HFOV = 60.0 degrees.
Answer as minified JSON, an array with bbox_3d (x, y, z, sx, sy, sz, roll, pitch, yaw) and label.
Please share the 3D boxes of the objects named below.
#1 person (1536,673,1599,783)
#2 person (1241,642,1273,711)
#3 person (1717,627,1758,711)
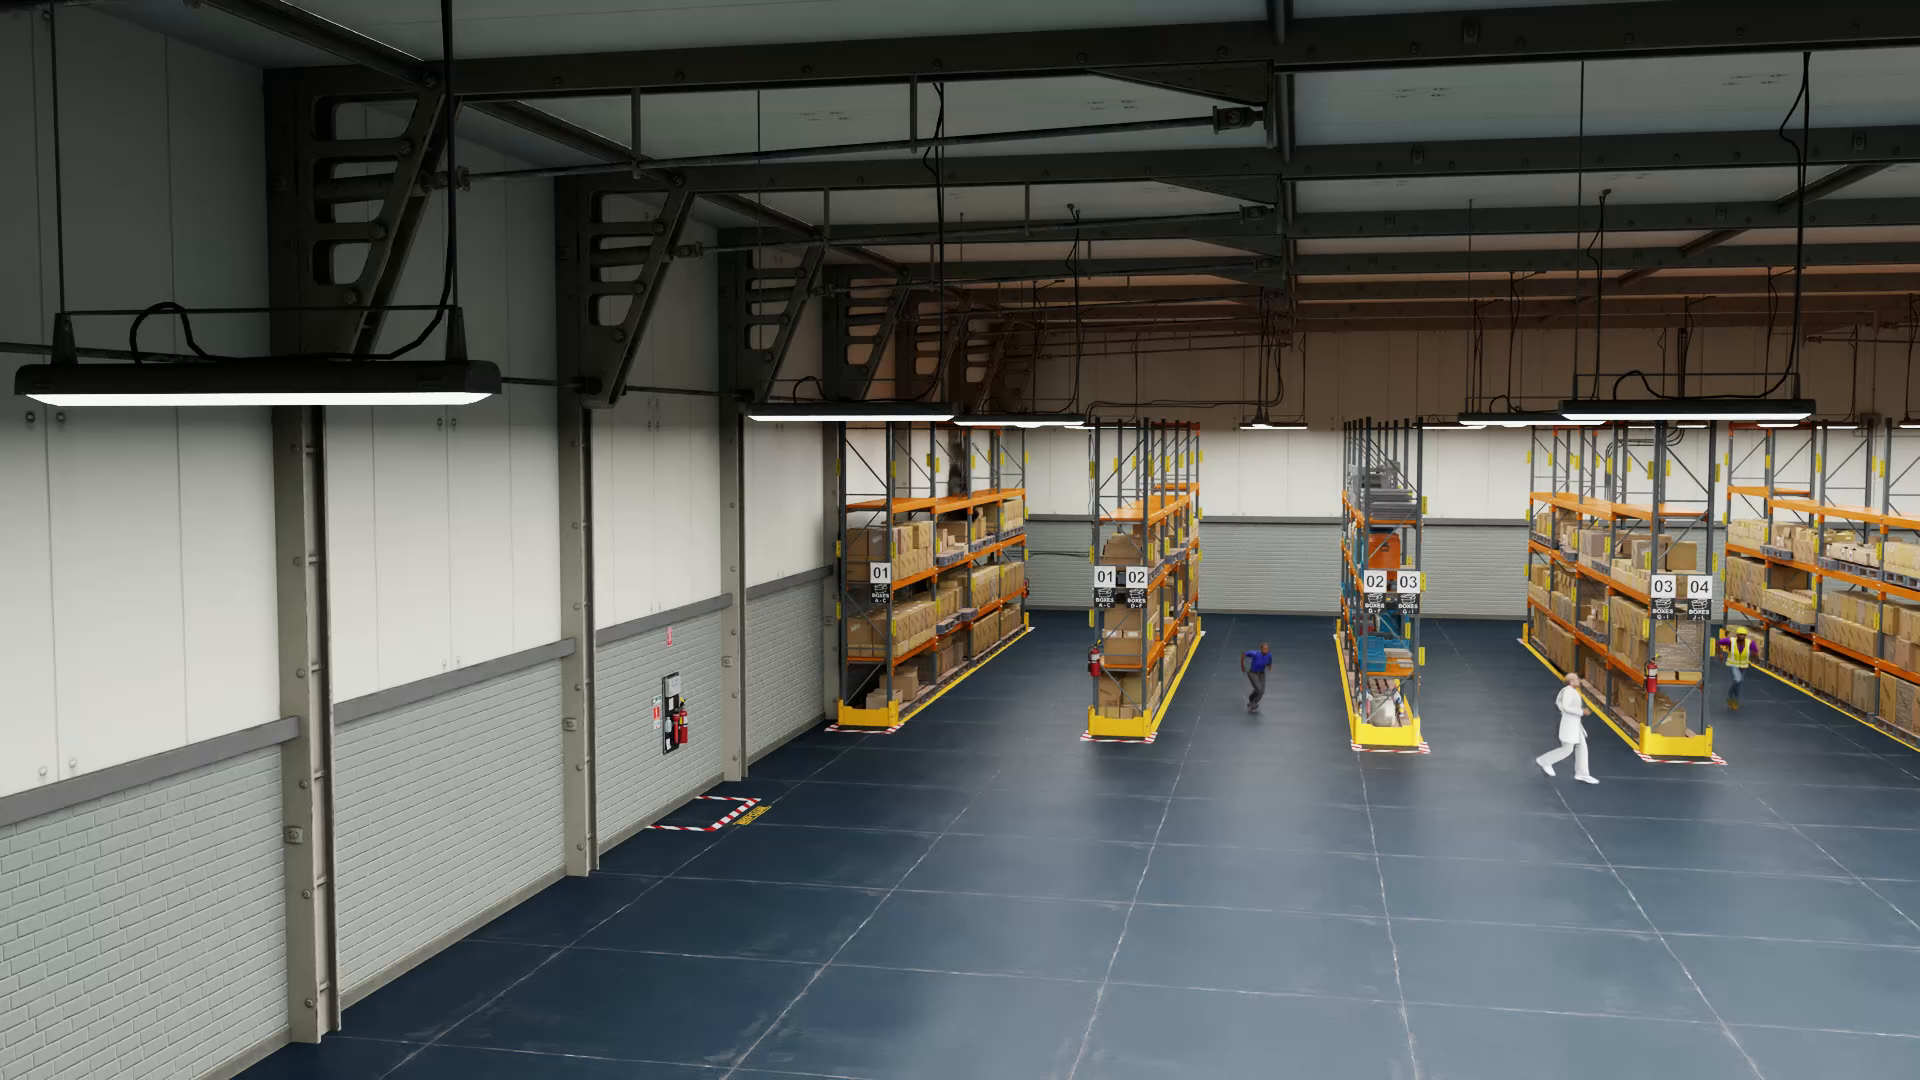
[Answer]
[{"bbox_3d":[9.951,3.069,27.216,0.974,1.792,0.692,2,4,28],"label":"person"},{"bbox_3d":[6.029,2.788,33.802,0.603,1.486,0.857,-1,4,-18],"label":"person"},{"bbox_3d":[16.020,2.635,34.282,0.684,1.723,0.921,0,4,2],"label":"person"}]
